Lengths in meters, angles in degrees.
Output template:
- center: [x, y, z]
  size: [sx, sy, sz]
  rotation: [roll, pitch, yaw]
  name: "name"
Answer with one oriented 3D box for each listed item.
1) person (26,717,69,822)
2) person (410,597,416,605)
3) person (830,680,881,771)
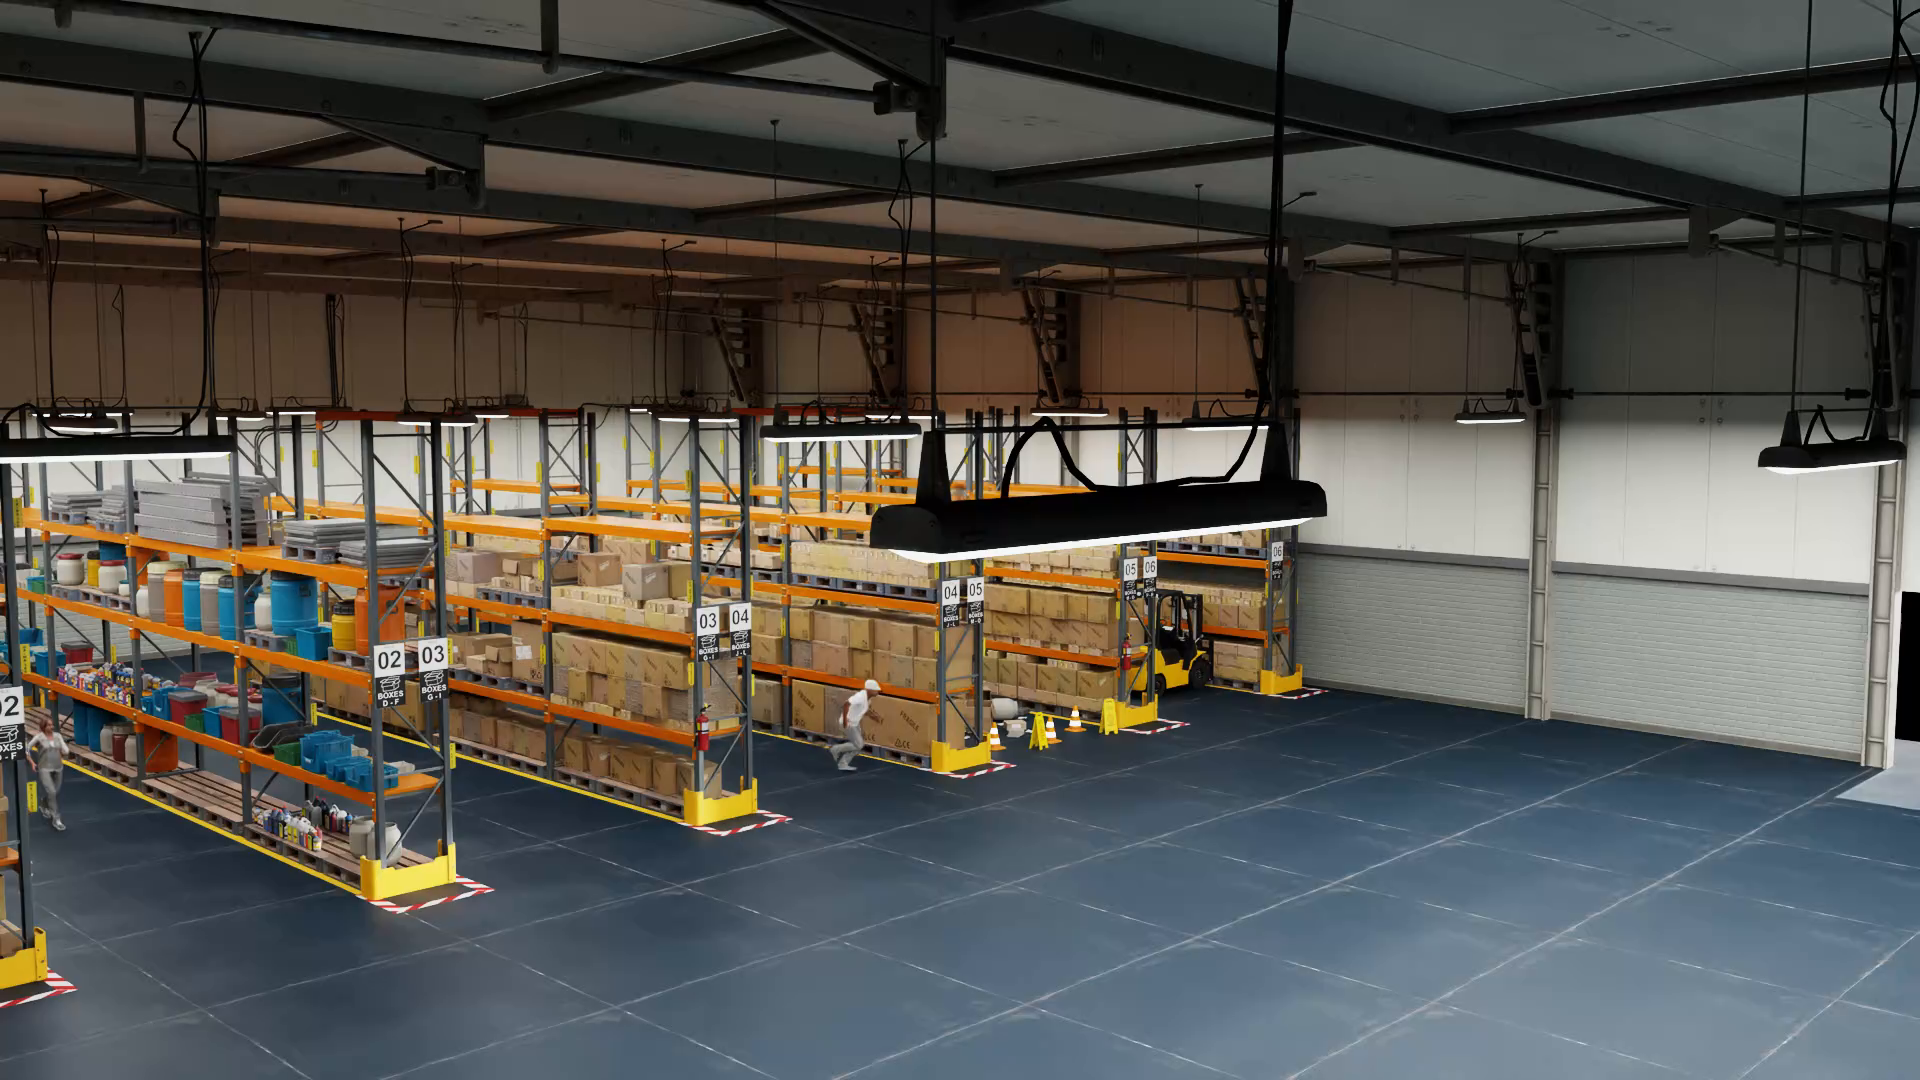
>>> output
- center: [-13.295, 3.319, 24.226]
  size: [0.769, 1.499, 0.548]
  rotation: [4, 6, 36]
  name: "person"
- center: [-12.779, 2.012, 39.108]
  size: [0.678, 1.766, 0.767]
  rotation: [0, 5, -3]
  name: "person"
- center: [-1.748, 3.098, 27.762]
  size: [0.891, 1.566, 0.695]
  rotation: [1, 5, 14]
  name: "person"
